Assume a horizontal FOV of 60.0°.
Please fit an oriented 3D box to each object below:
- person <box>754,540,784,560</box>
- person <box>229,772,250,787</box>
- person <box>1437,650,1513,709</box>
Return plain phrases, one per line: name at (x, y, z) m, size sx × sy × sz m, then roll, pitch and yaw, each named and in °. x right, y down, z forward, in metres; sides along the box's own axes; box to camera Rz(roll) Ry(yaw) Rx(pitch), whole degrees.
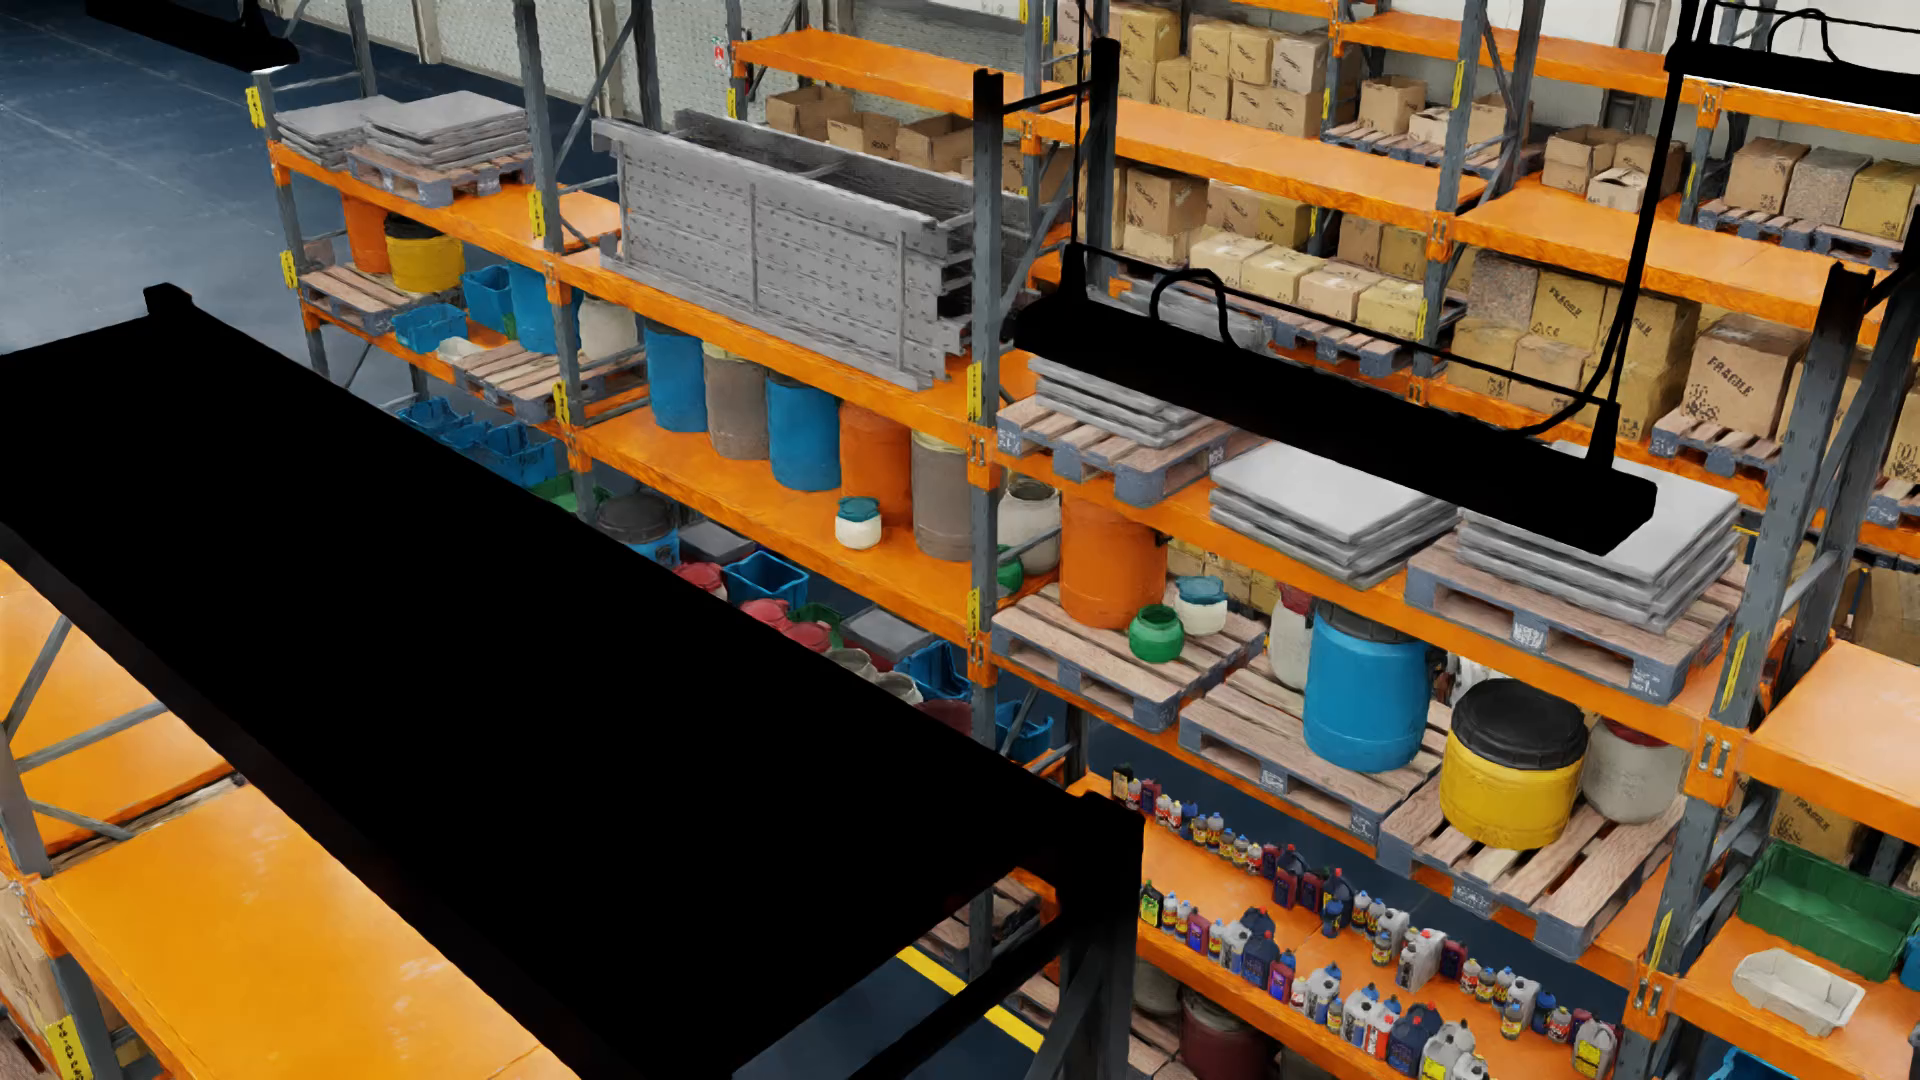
person at (-1.720, -0.008, 14.646) m, size 0.517 × 1.596 × 0.625 m, roll 23°, pitch 37°, yaw 35°
person at (-4.473, 2.130, 10.749) m, size 0.465 × 1.662 × 0.498 m, roll -9°, pitch 30°, yaw -15°
person at (3.787, 1.264, 12.143) m, size 0.620 × 1.786 × 0.456 m, roll 6°, pitch 30°, yaw 11°
